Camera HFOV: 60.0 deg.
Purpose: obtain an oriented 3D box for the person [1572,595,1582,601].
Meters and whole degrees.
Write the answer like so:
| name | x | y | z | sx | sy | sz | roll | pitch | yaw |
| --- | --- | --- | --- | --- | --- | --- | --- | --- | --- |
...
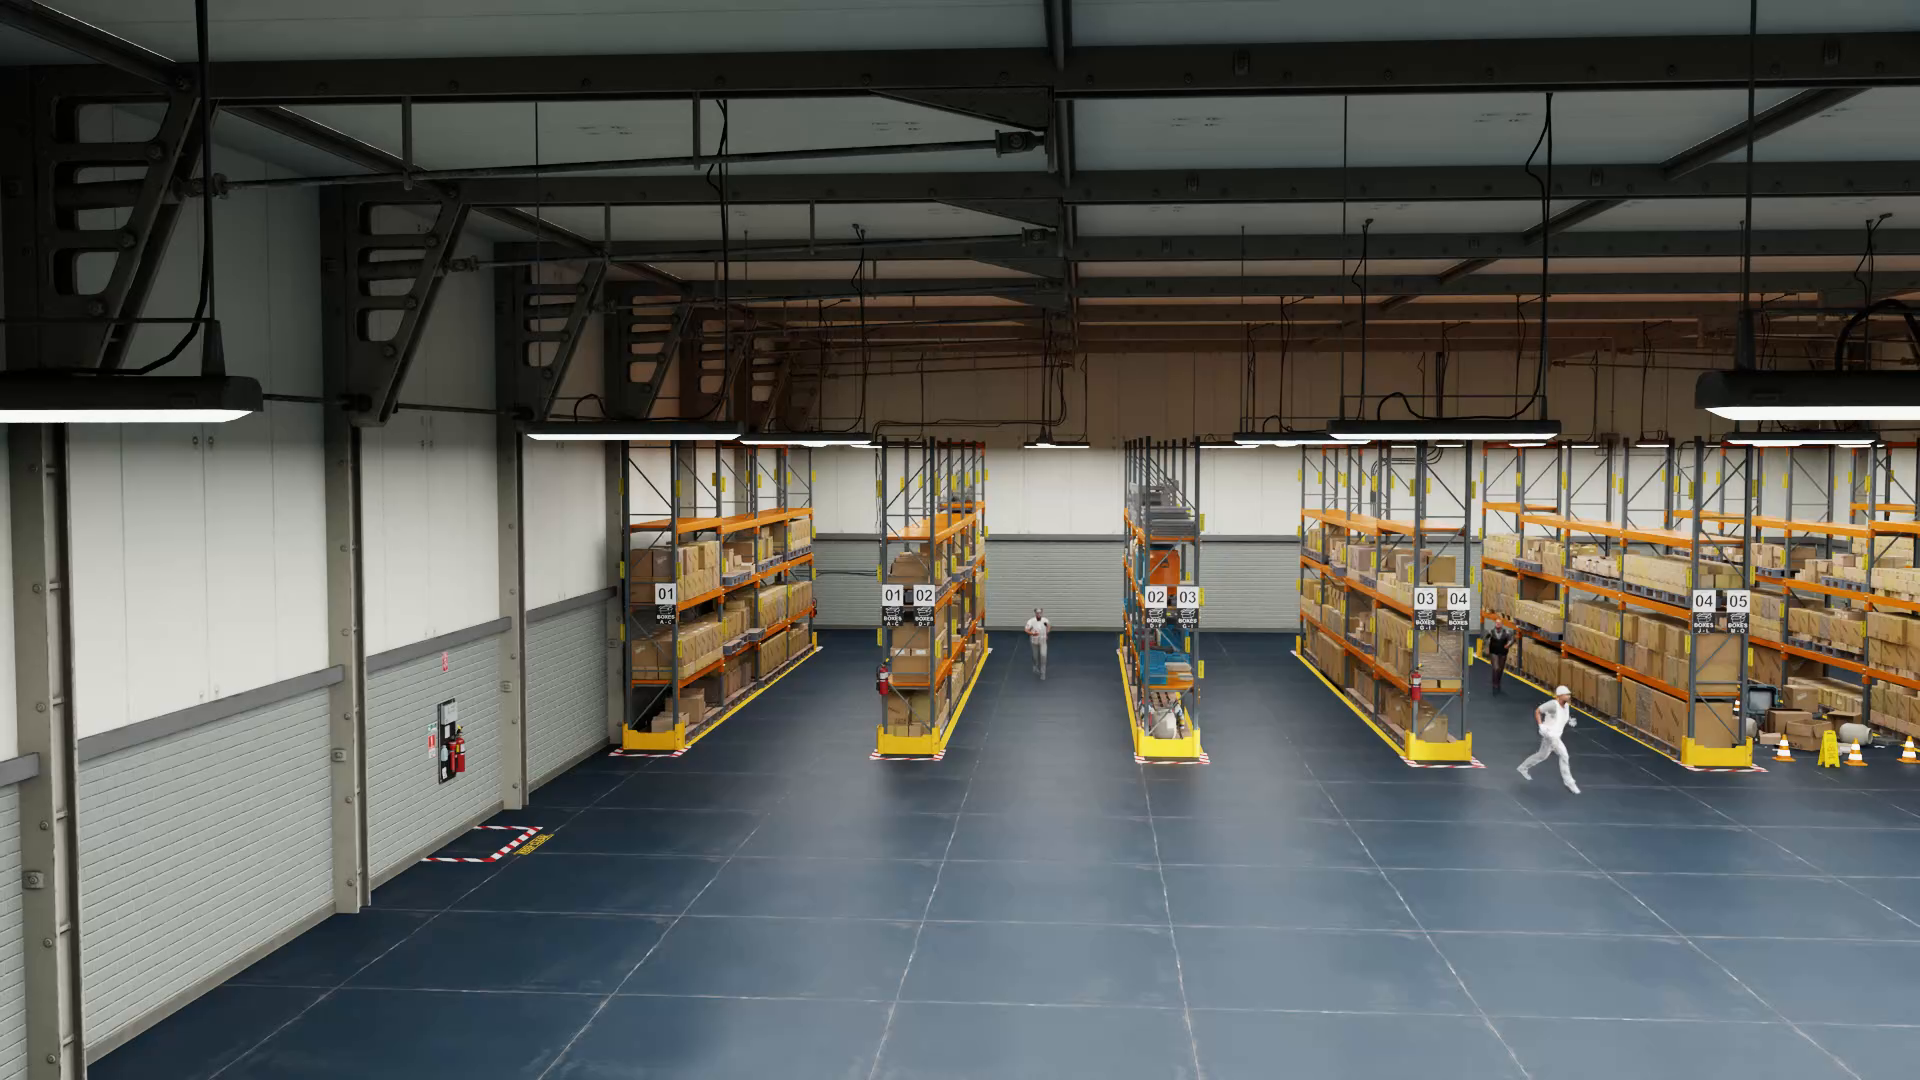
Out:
| name | x | y | z | sx | sy | sz | roll | pitch | yaw |
| --- | --- | --- | --- | --- | --- | --- | --- | --- | --- |
| person | 17.613 | 2.382 | 47.352 | 0.544 | 1.621 | 0.591 | 0 | 3 | 0 |

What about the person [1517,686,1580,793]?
| name | x | y | z | sx | sy | sz | roll | pitch | yaw |
| --- | --- | --- | --- | --- | --- | --- | --- | --- | --- |
| person | 9.988 | 3.341 | 28.192 | 1.102 | 1.781 | 0.682 | 2 | 4 | 37 |

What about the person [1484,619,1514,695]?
| name | x | y | z | sx | sy | sz | roll | pitch | yaw |
| --- | --- | --- | --- | --- | --- | --- | --- | --- | --- |
| person | 12.794 | 2.744 | 39.493 | 0.656 | 1.758 | 0.837 | 0 | 3 | 8 |

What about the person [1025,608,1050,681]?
| name | x | y | z | sx | sy | sz | roll | pitch | yaw |
| --- | --- | --- | --- | --- | --- | --- | --- | --- | --- |
| person | 1.955 | 2.603 | 42.017 | 0.625 | 1.825 | 1.088 | 0 | 3 | 1 |
